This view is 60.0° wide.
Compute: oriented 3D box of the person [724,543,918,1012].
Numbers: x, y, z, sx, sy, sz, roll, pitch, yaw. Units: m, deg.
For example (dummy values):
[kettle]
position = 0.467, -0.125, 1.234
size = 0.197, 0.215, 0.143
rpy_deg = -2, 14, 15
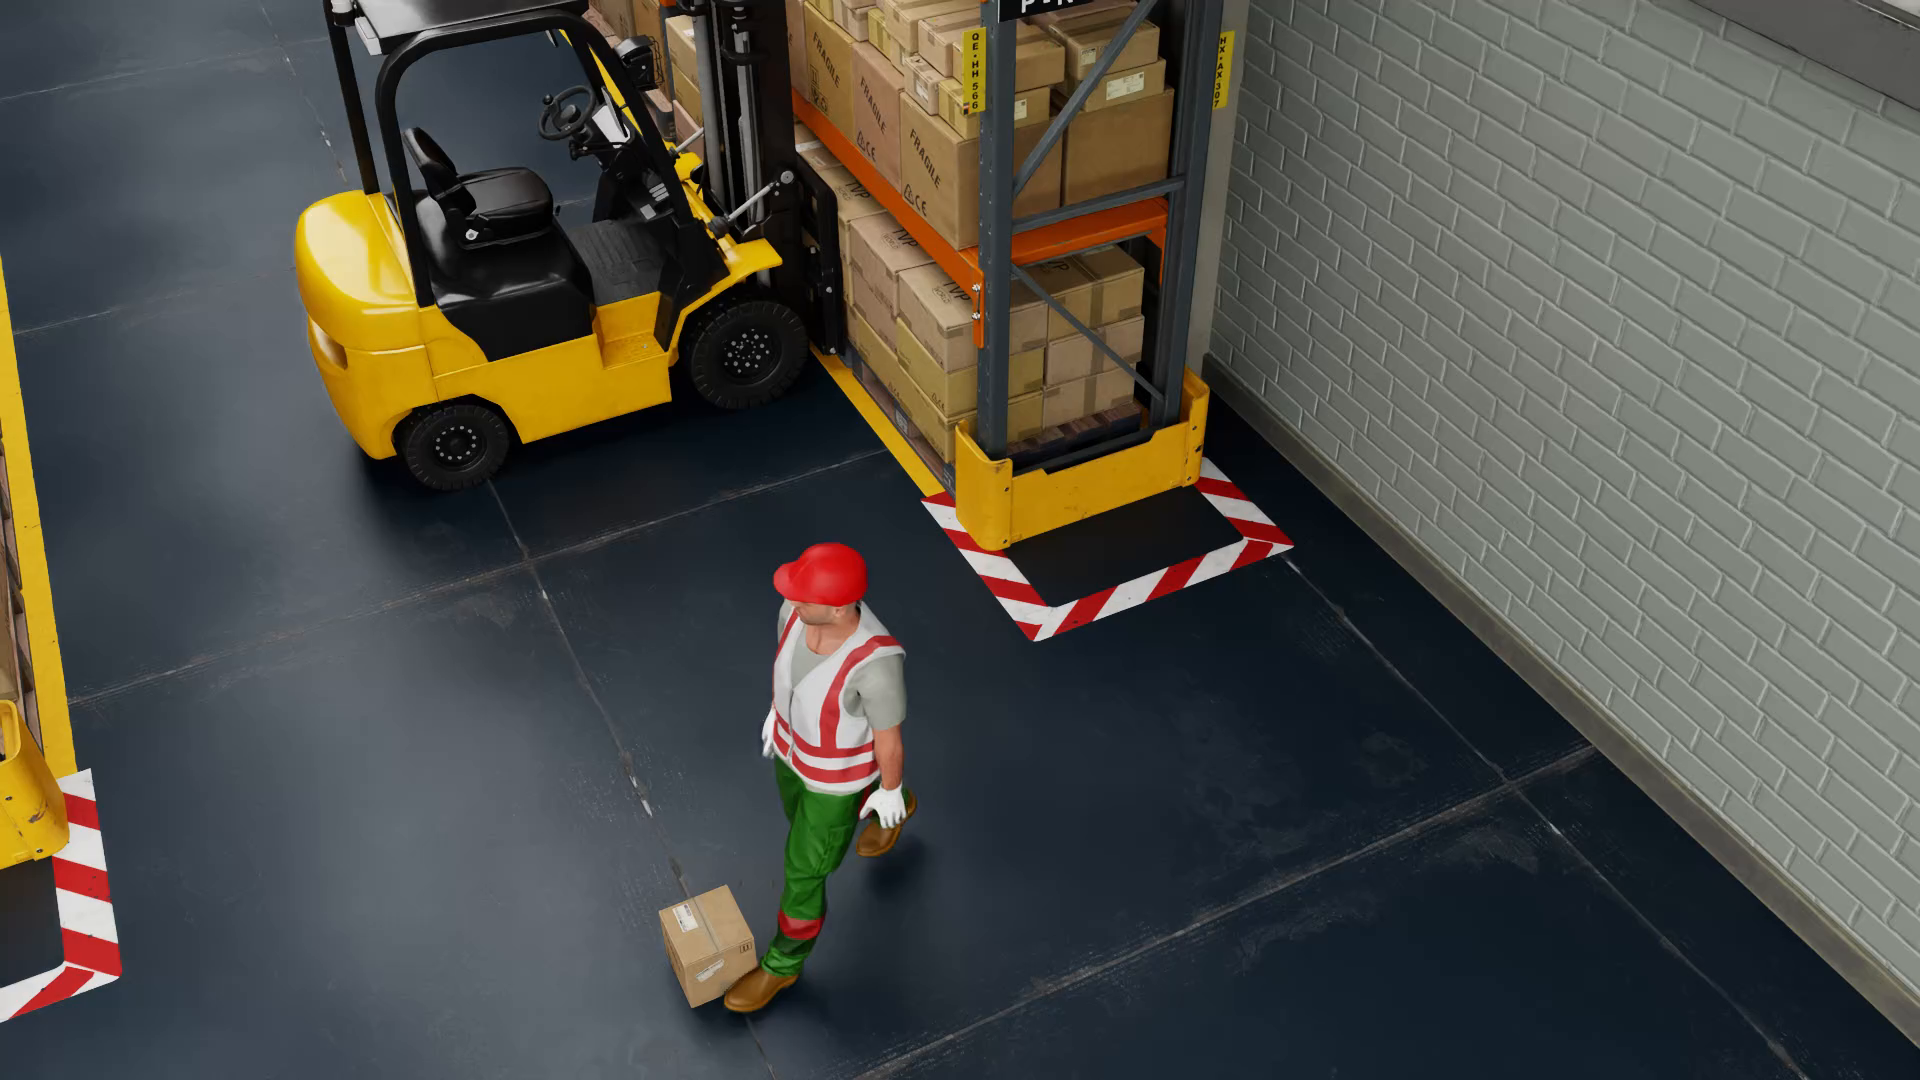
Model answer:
[person]
position = -0.465, 0.707, 5.362
size = 0.983, 1.751, 0.571
rpy_deg = -27, 48, -28
